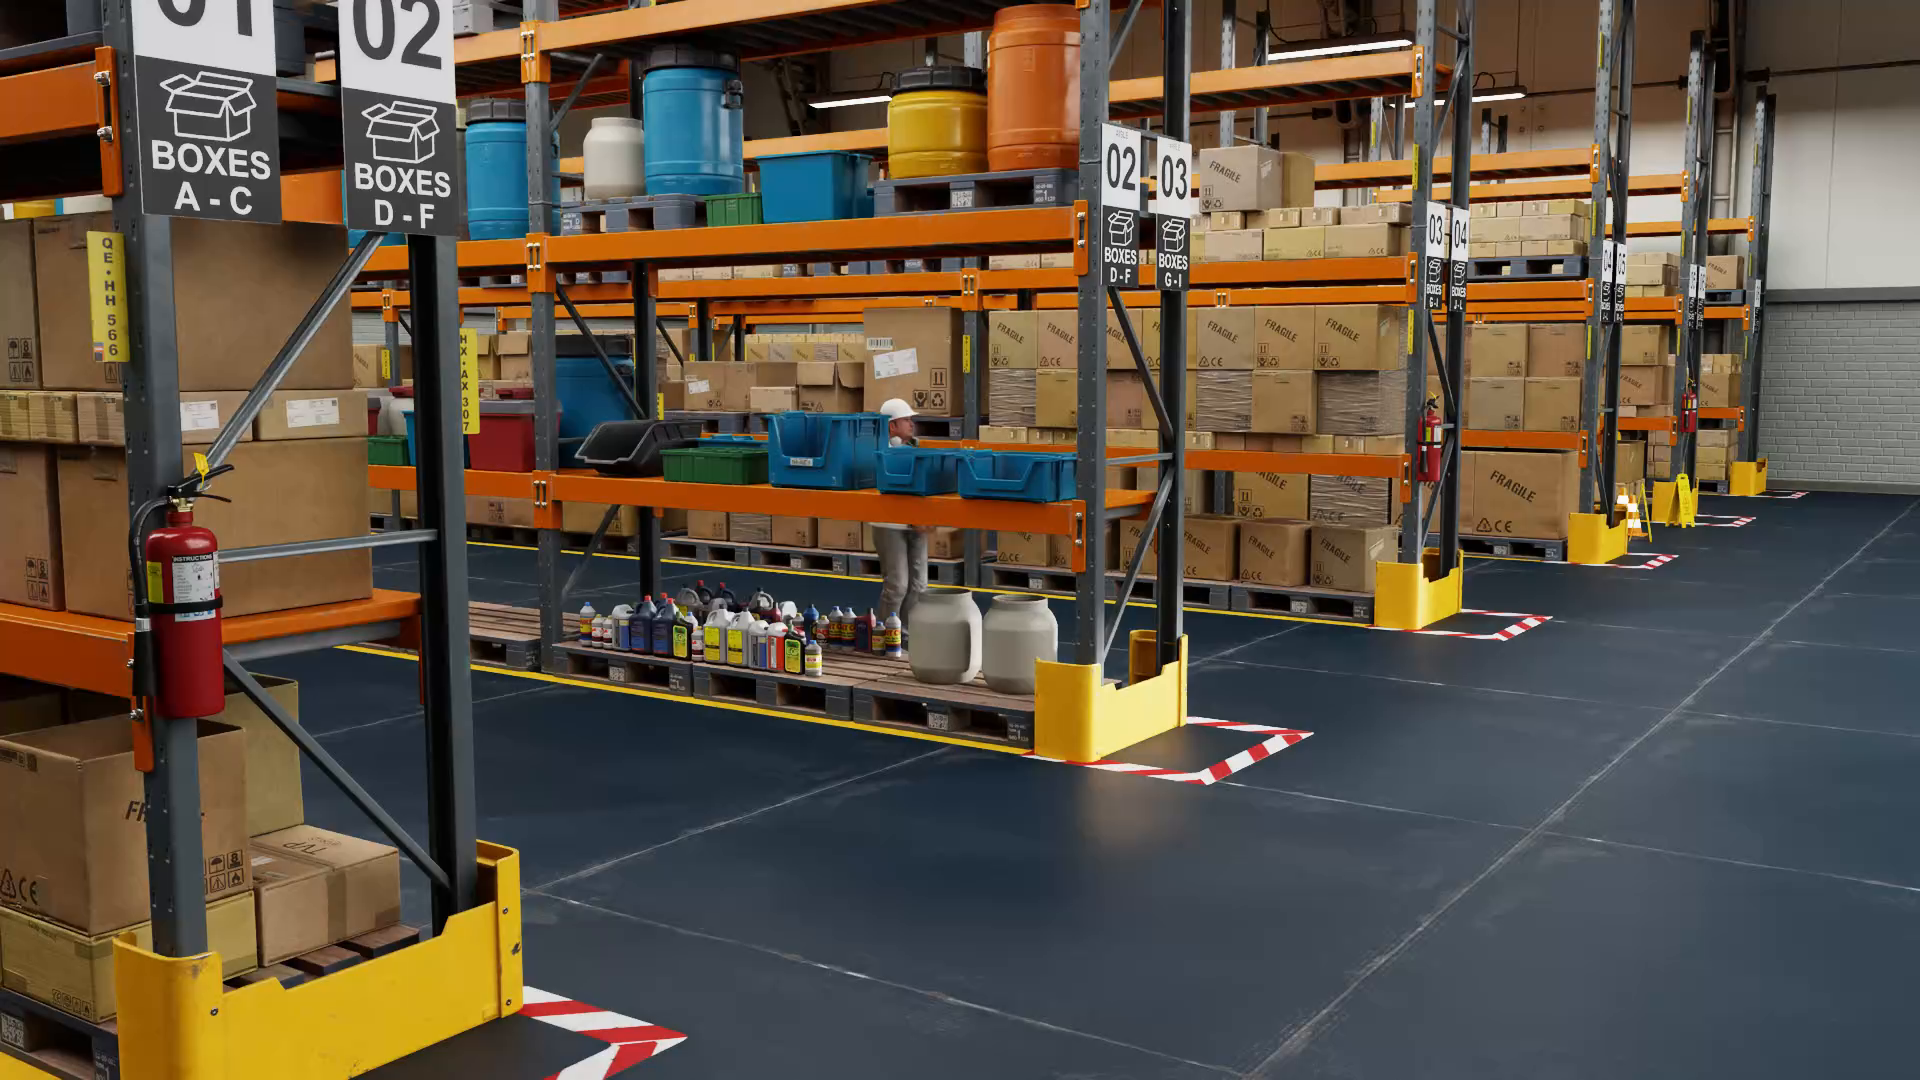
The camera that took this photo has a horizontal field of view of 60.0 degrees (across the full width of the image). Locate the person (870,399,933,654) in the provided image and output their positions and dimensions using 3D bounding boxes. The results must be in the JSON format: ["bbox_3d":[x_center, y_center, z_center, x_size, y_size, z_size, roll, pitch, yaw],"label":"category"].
[{"bbox_3d":[-0.320,-0.075,11.372,0.545,1.767,0.494,4,8,34],"label":"person"}]
